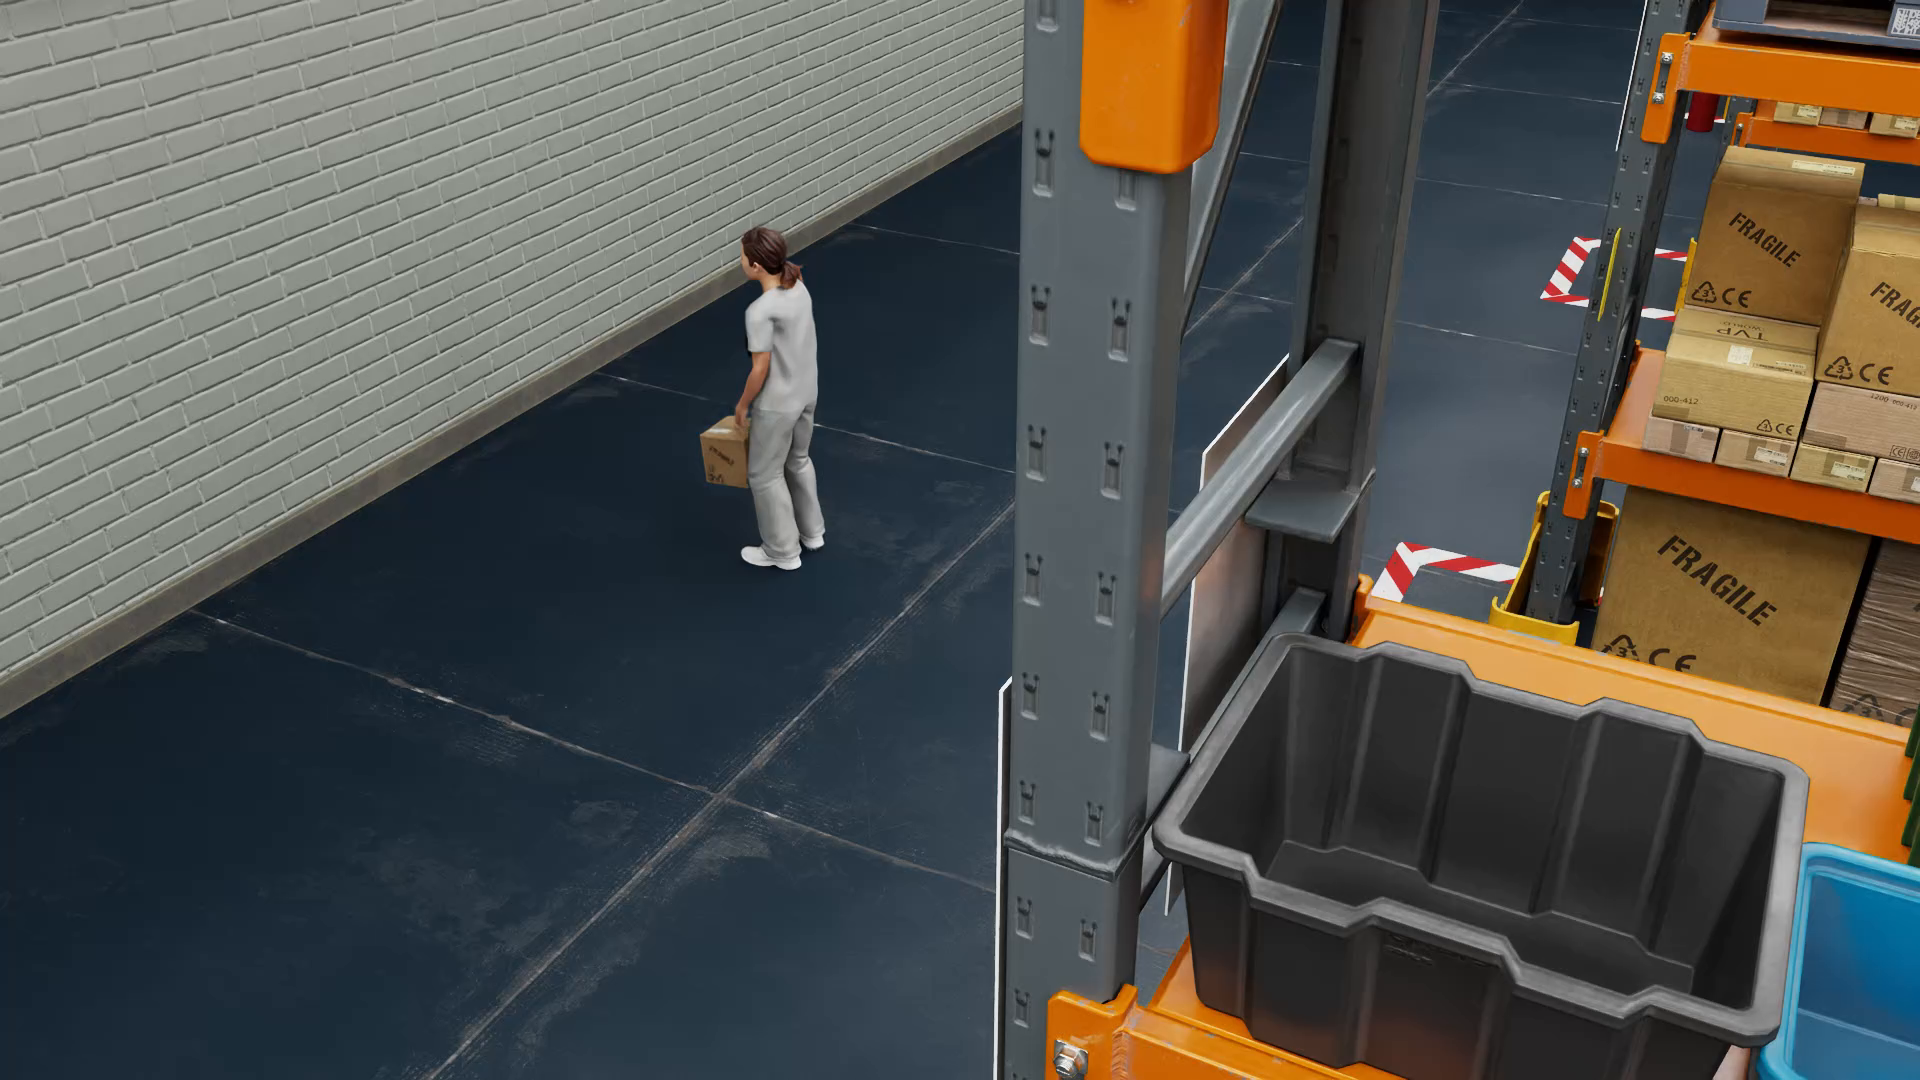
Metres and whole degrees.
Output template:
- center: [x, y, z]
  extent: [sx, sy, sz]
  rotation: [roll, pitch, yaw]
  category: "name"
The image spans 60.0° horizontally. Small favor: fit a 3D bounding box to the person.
- center: [-0.850, -0.653, 7.752]
  extent: [0.364, 1.676, 0.474]
  rotation: [14, 33, 22]
  category: "person"
